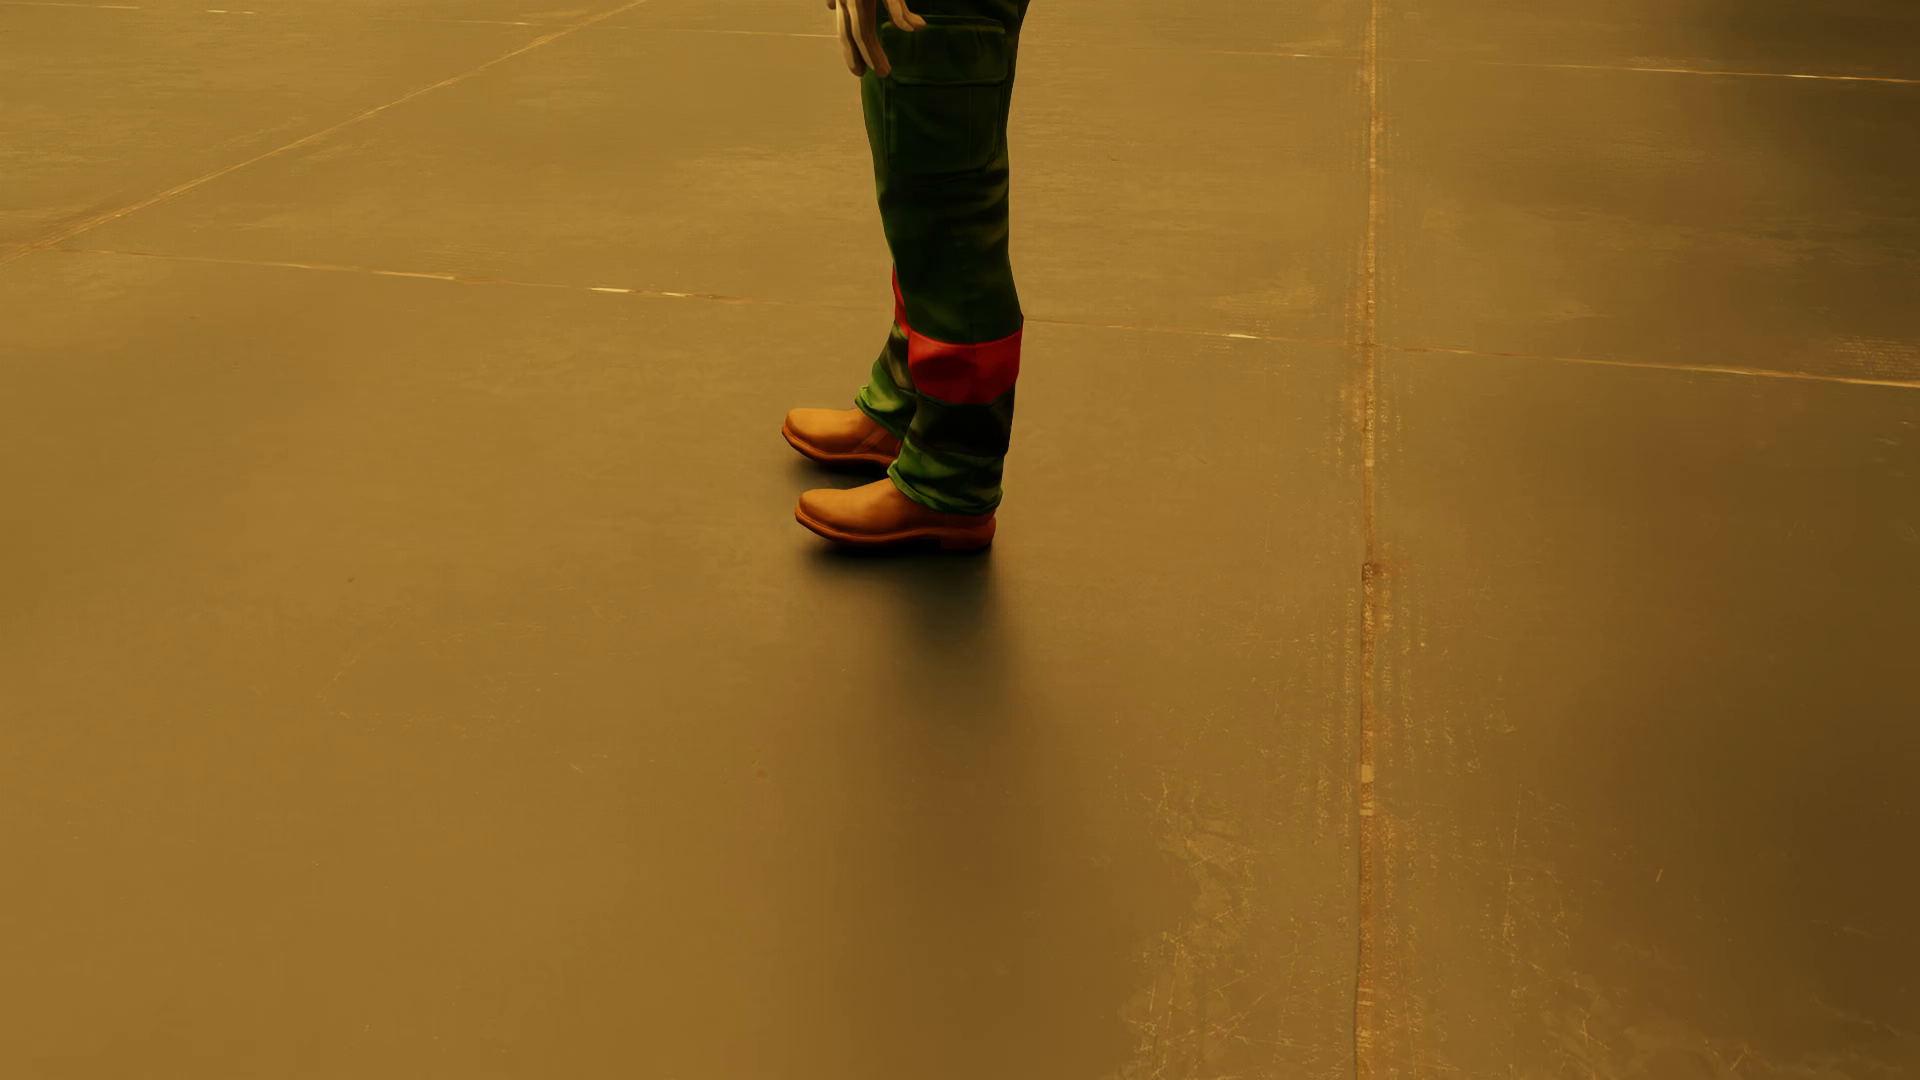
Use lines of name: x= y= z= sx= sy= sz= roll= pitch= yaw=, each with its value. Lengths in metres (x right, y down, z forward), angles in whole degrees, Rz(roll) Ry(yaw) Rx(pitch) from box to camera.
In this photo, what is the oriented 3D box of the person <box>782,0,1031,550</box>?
person: x=-0.077 y=-0.819 z=2.121 sx=0.559 sy=1.787 sz=0.637 roll=6 pitch=27 yaw=11
